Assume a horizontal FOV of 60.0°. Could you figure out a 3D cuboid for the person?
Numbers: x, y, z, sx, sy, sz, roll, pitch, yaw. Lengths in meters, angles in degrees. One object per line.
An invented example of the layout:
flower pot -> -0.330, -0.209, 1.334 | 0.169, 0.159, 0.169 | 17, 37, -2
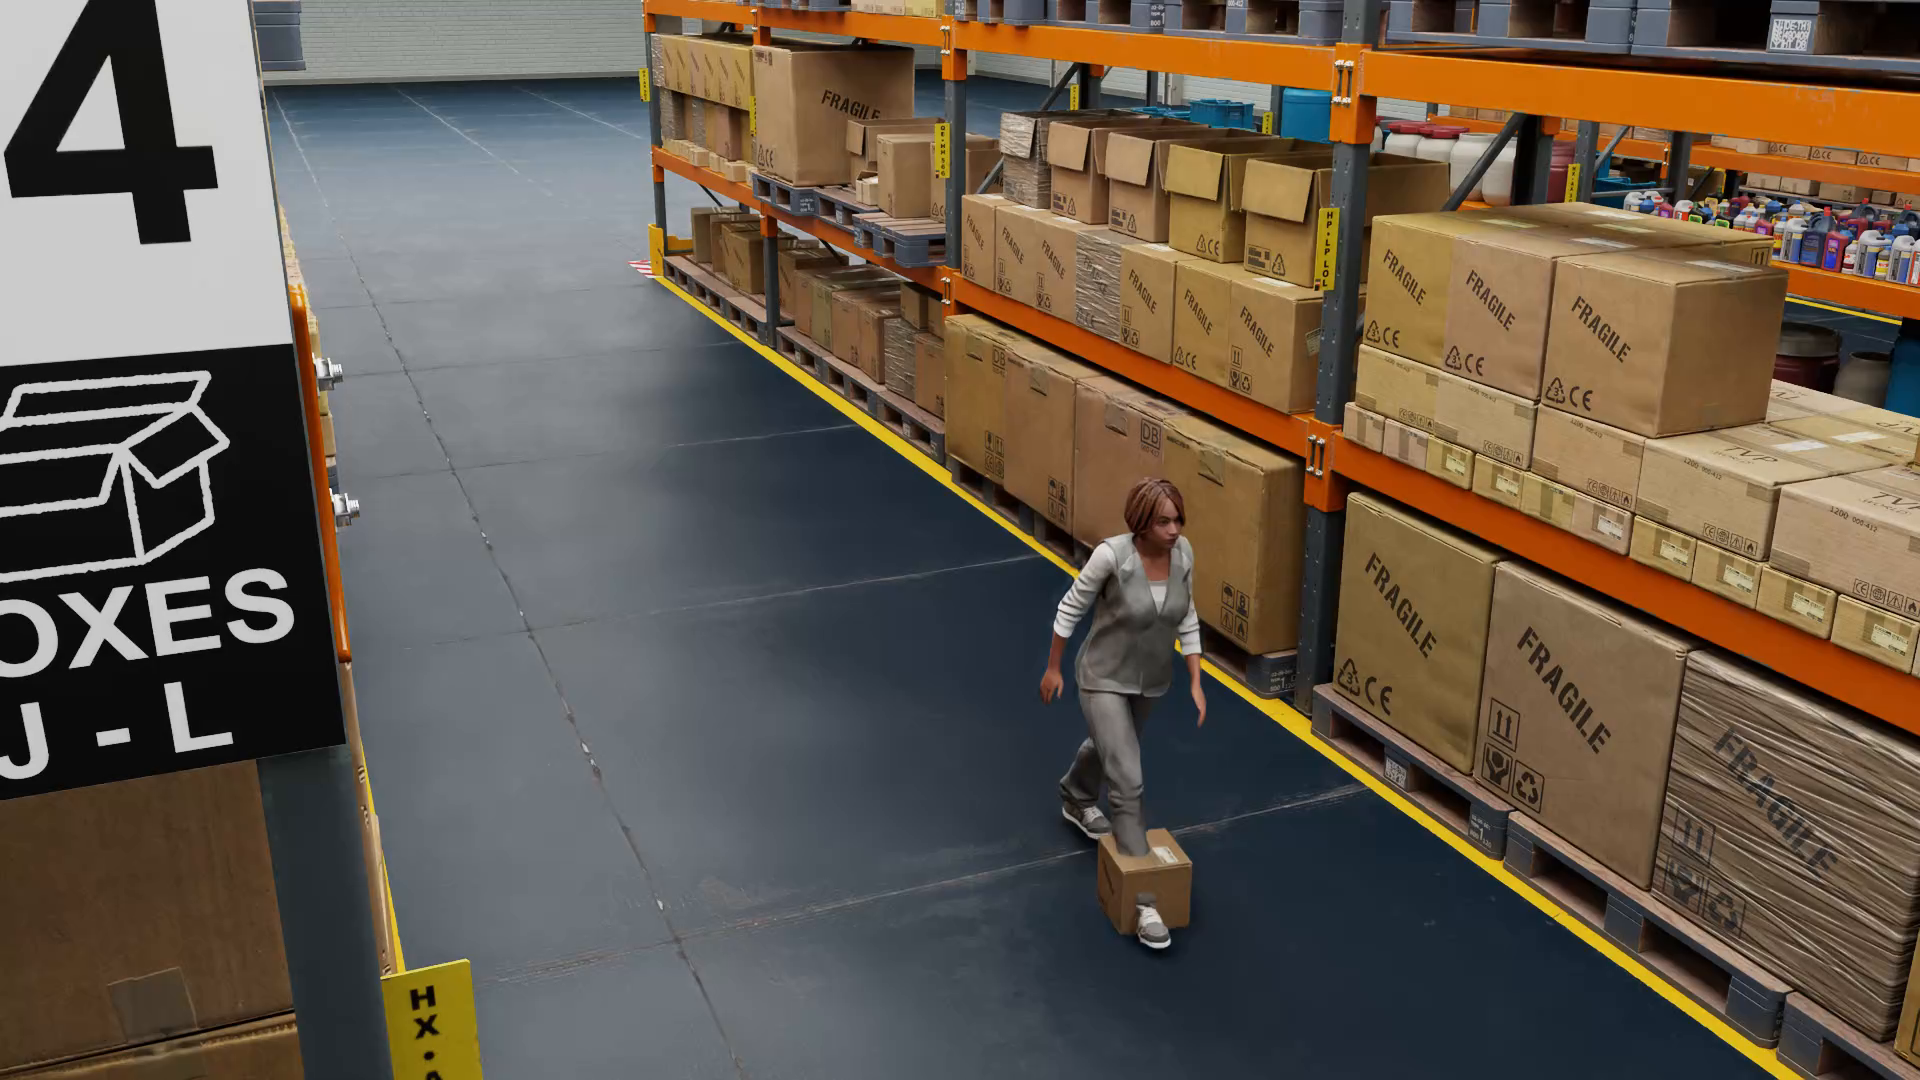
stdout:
person -> 0.577, 0.489, 5.724 | 0.496, 1.521, 0.962 | -11, 22, -28
